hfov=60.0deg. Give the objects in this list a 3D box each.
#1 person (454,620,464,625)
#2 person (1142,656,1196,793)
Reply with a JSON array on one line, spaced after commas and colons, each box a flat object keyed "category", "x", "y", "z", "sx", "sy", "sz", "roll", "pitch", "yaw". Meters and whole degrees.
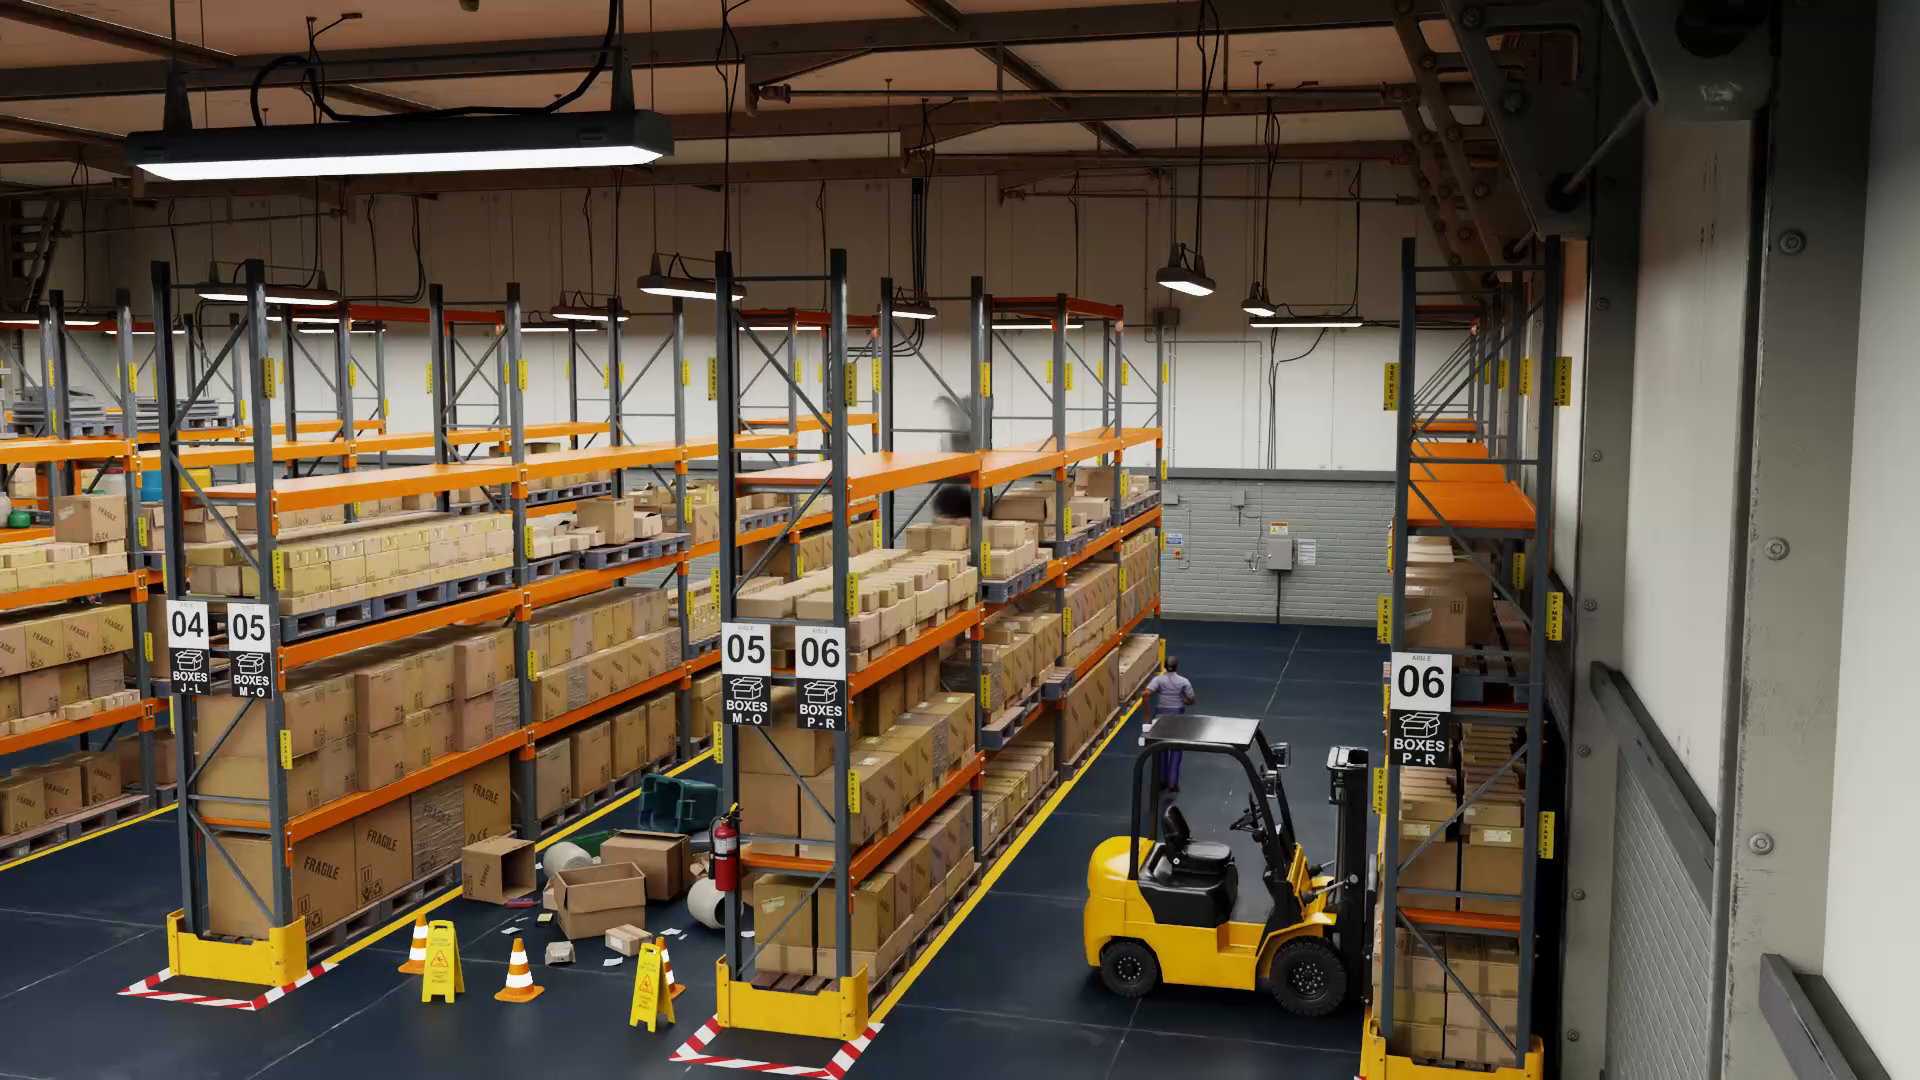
[{"category": "person", "x": -6.867, "y": 1.899, "z": 23.362, "sx": 0.752, "sy": 1.719, "sz": 1.057, "roll": 1, "pitch": 6, "yaw": 12}, {"category": "person", "x": 2.516, "y": 2.293, "z": 20.018, "sx": 0.616, "sy": 1.641, "sz": 0.751, "roll": 2, "pitch": 6, "yaw": 15}]
